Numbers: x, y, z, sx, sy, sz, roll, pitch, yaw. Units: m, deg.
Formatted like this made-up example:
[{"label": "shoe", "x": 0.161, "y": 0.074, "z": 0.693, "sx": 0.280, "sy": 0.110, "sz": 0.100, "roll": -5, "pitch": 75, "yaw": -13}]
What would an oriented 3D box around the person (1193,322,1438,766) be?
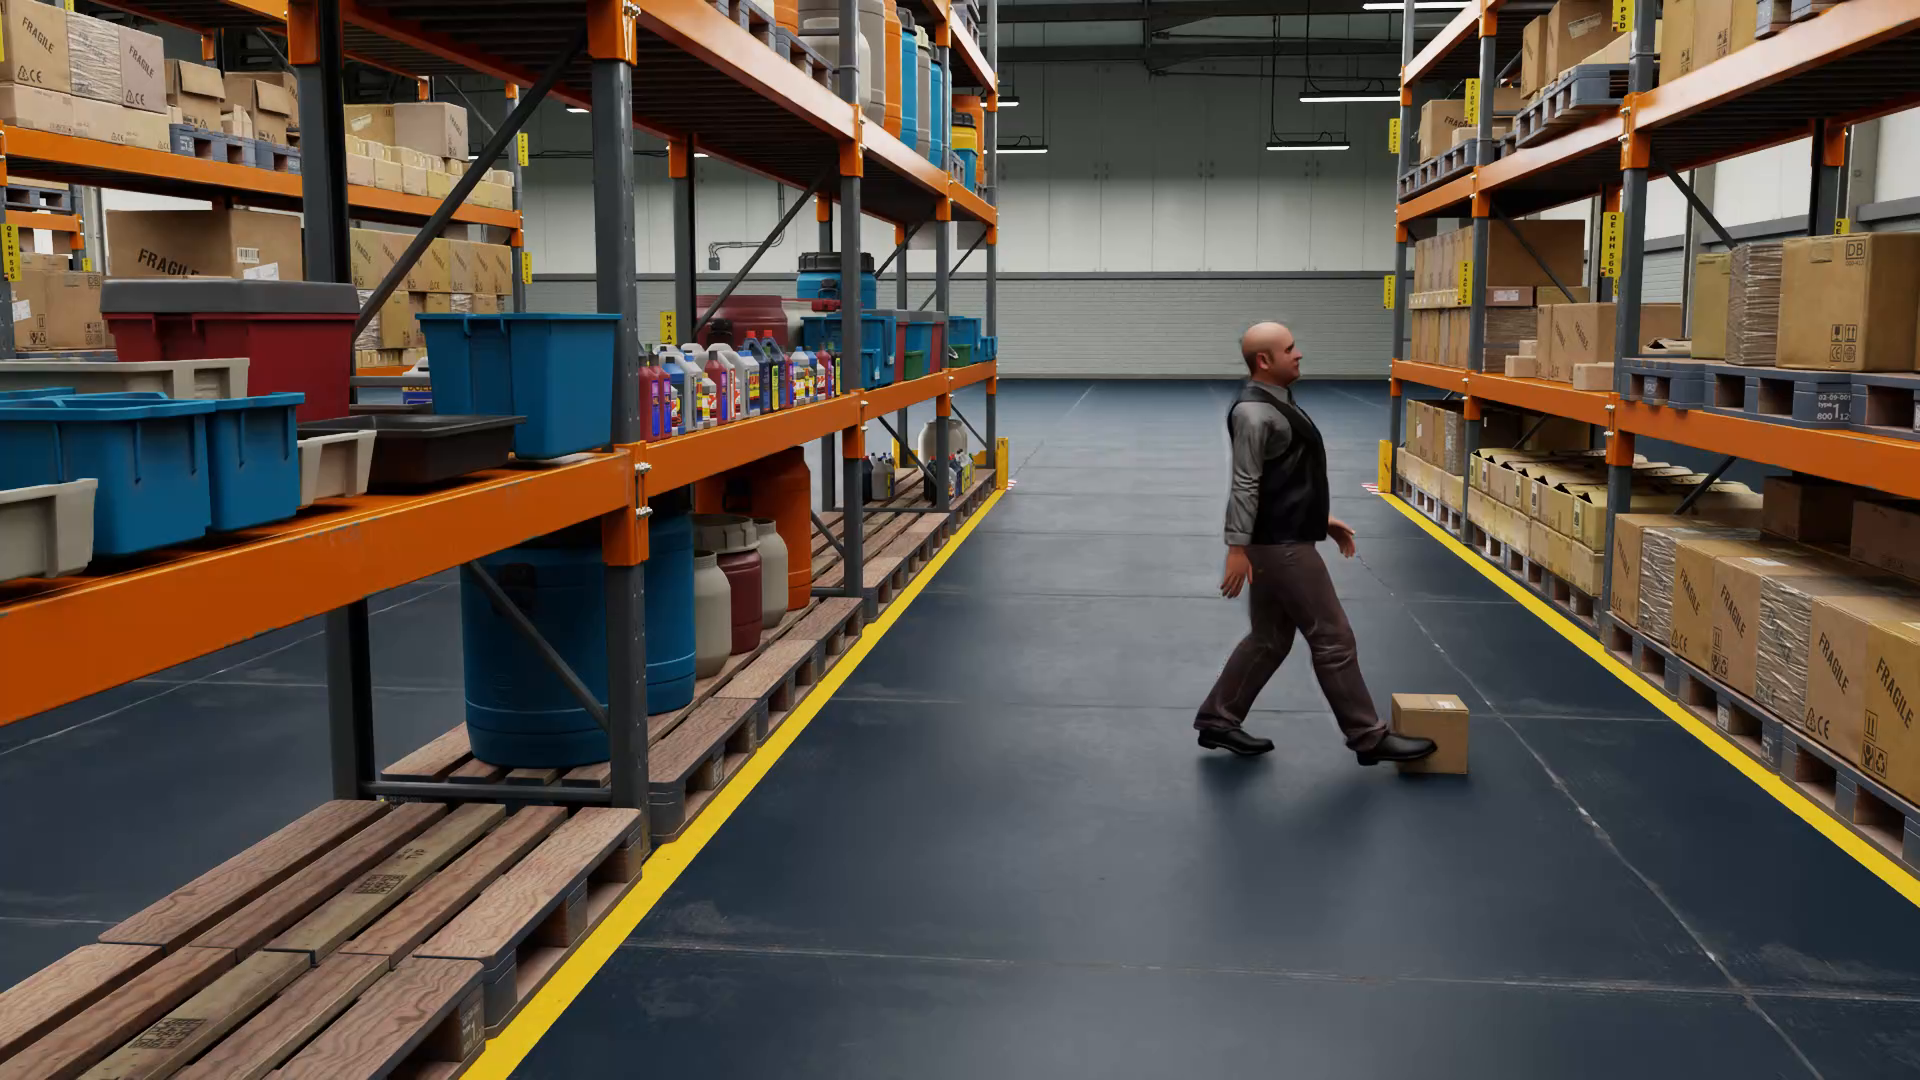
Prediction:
[{"label": "person", "x": 1.361, "y": 0.017, "z": 6.329, "sx": 0.925, "sy": 1.679, "sz": 0.585, "roll": 2, "pitch": 8, "yaw": 14}]
